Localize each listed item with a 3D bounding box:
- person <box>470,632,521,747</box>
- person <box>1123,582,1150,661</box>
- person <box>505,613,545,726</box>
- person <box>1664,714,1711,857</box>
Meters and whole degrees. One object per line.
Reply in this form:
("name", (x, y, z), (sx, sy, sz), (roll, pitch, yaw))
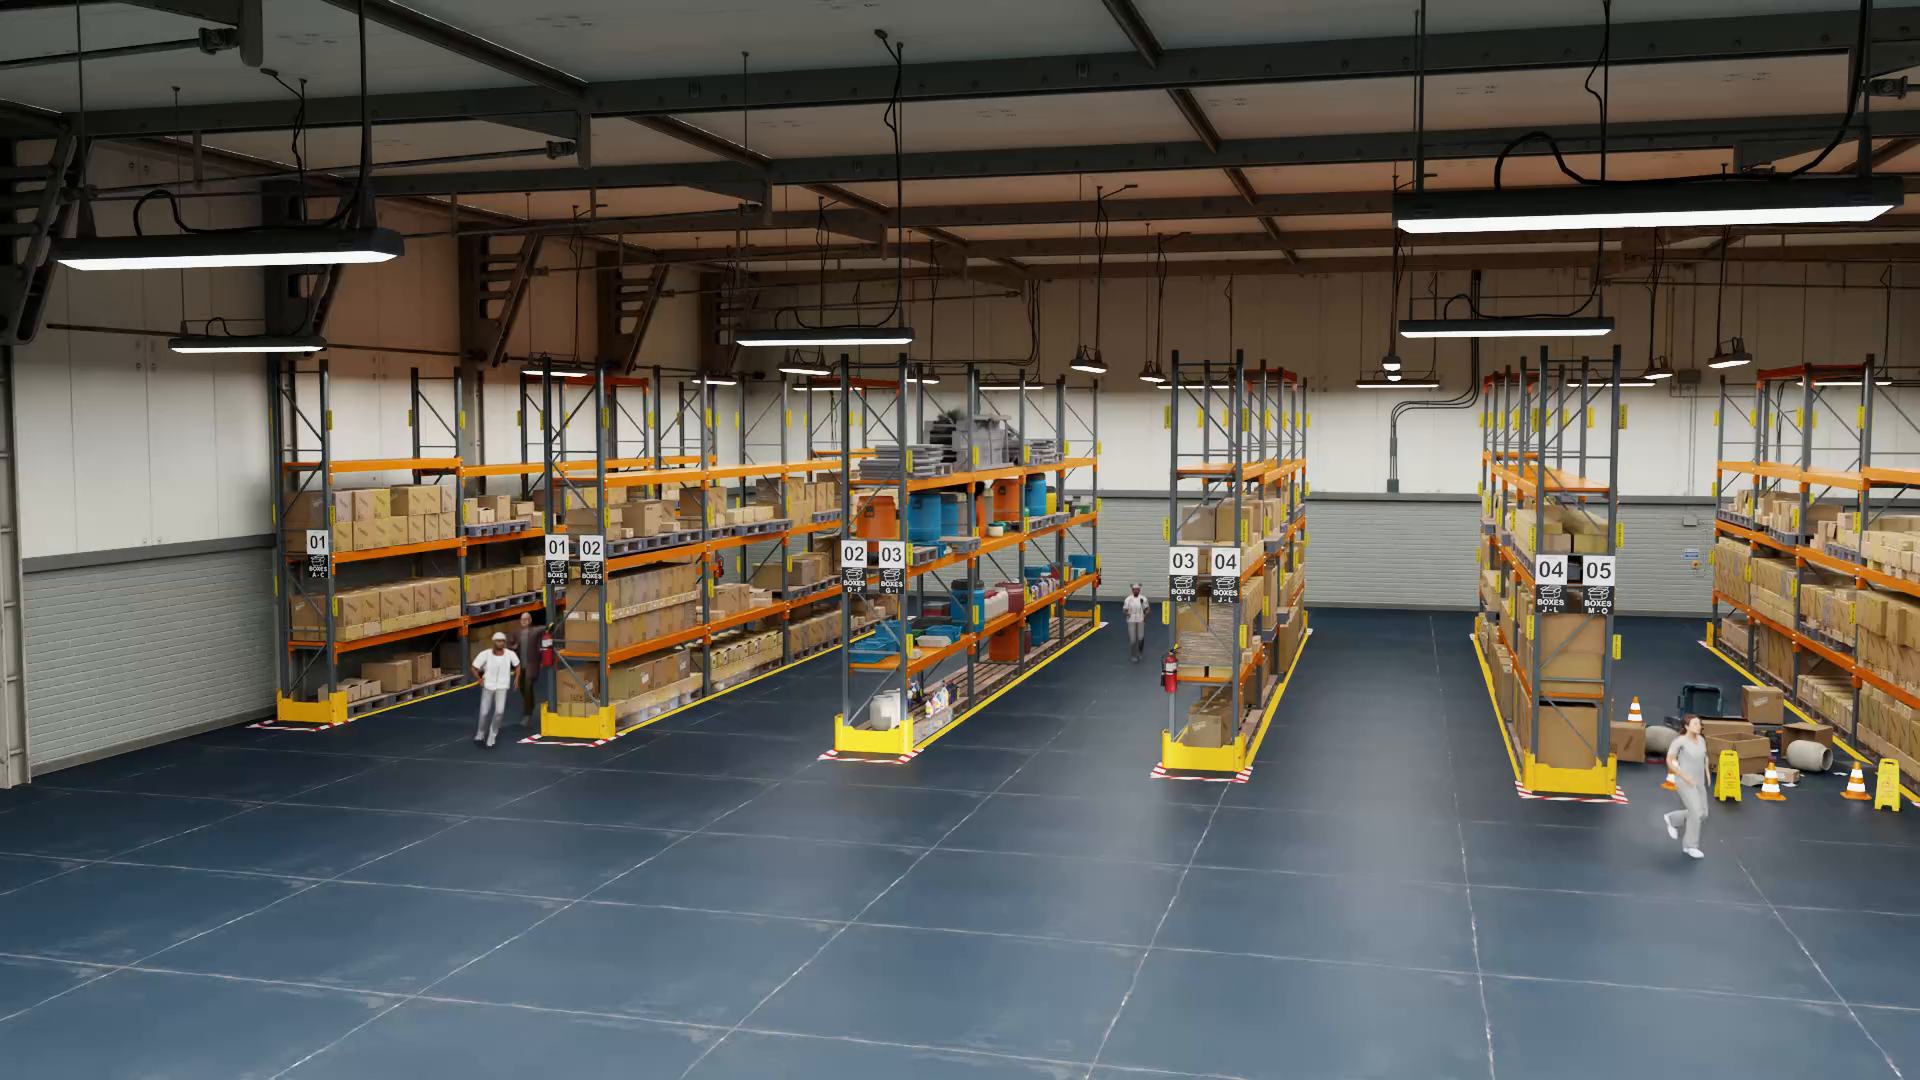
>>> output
("person", (-7.162, 2.300, 25.683), (0.765, 1.763, 0.661), (-1, 4, -18))
("person", (3.641, 1.699, 34.332), (0.560, 1.656, 0.562), (0, 4, 6))
("person", (-7.193, 2.111, 27.627), (0.685, 1.821, 0.957), (1, 4, 7))
("person", (8.406, 2.807, 19.284), (0.590, 1.633, 0.642), (-2, 5, -24))
